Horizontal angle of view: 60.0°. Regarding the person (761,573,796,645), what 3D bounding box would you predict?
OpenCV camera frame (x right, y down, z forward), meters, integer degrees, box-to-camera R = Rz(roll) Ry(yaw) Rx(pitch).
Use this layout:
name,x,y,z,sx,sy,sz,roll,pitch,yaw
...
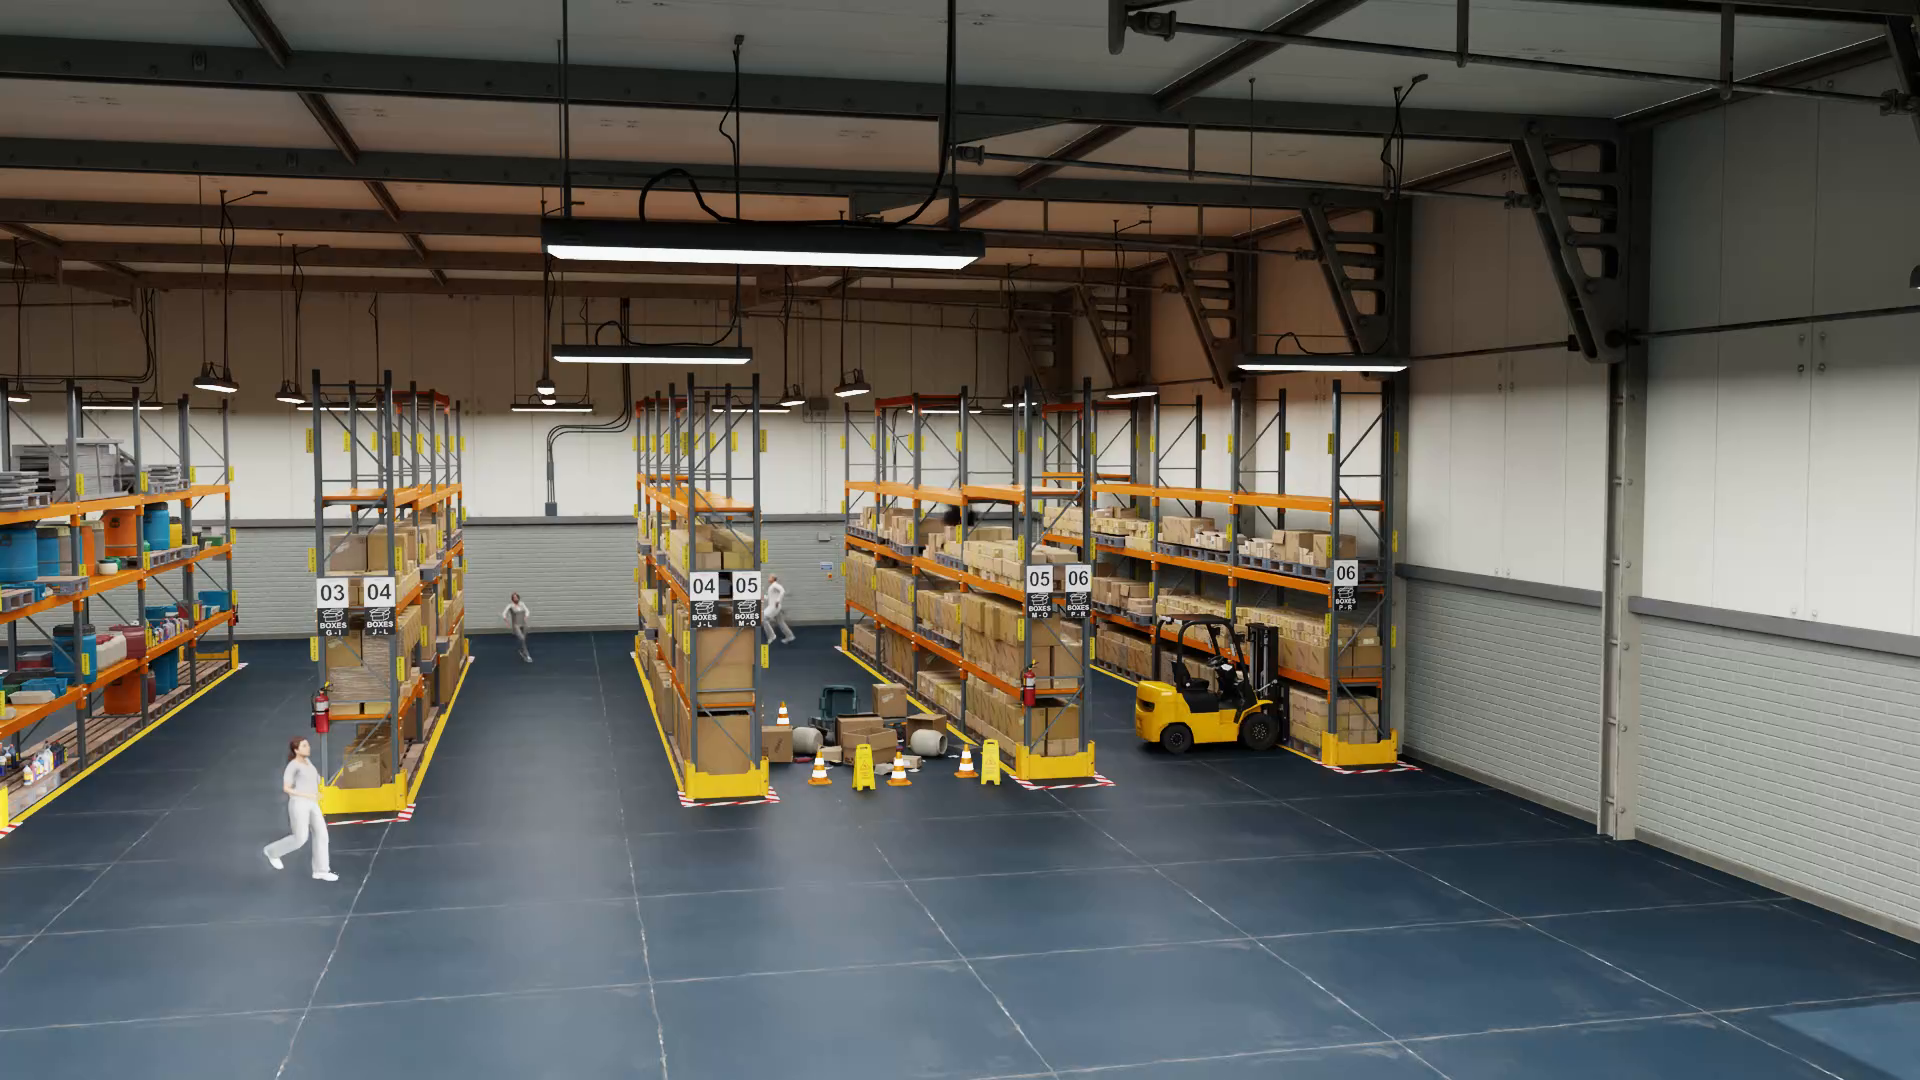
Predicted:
name,x,y,z,sx,sy,sz,roll,pitch,yaw
person,-4.579,1.736,41.290,0.963,1.807,0.722,0,3,-1

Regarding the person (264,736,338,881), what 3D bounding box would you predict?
name,x,y,z,sx,sy,sz,roll,pitch,yaw
person,-7.562,3.081,19.073,0.899,1.634,0.578,1,3,13

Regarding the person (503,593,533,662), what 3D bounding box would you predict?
name,x,y,z,sx,sy,sz,roll,pitch,yaw
person,-10.171,1.992,38.240,0.610,1.584,0.807,-3,4,-37
